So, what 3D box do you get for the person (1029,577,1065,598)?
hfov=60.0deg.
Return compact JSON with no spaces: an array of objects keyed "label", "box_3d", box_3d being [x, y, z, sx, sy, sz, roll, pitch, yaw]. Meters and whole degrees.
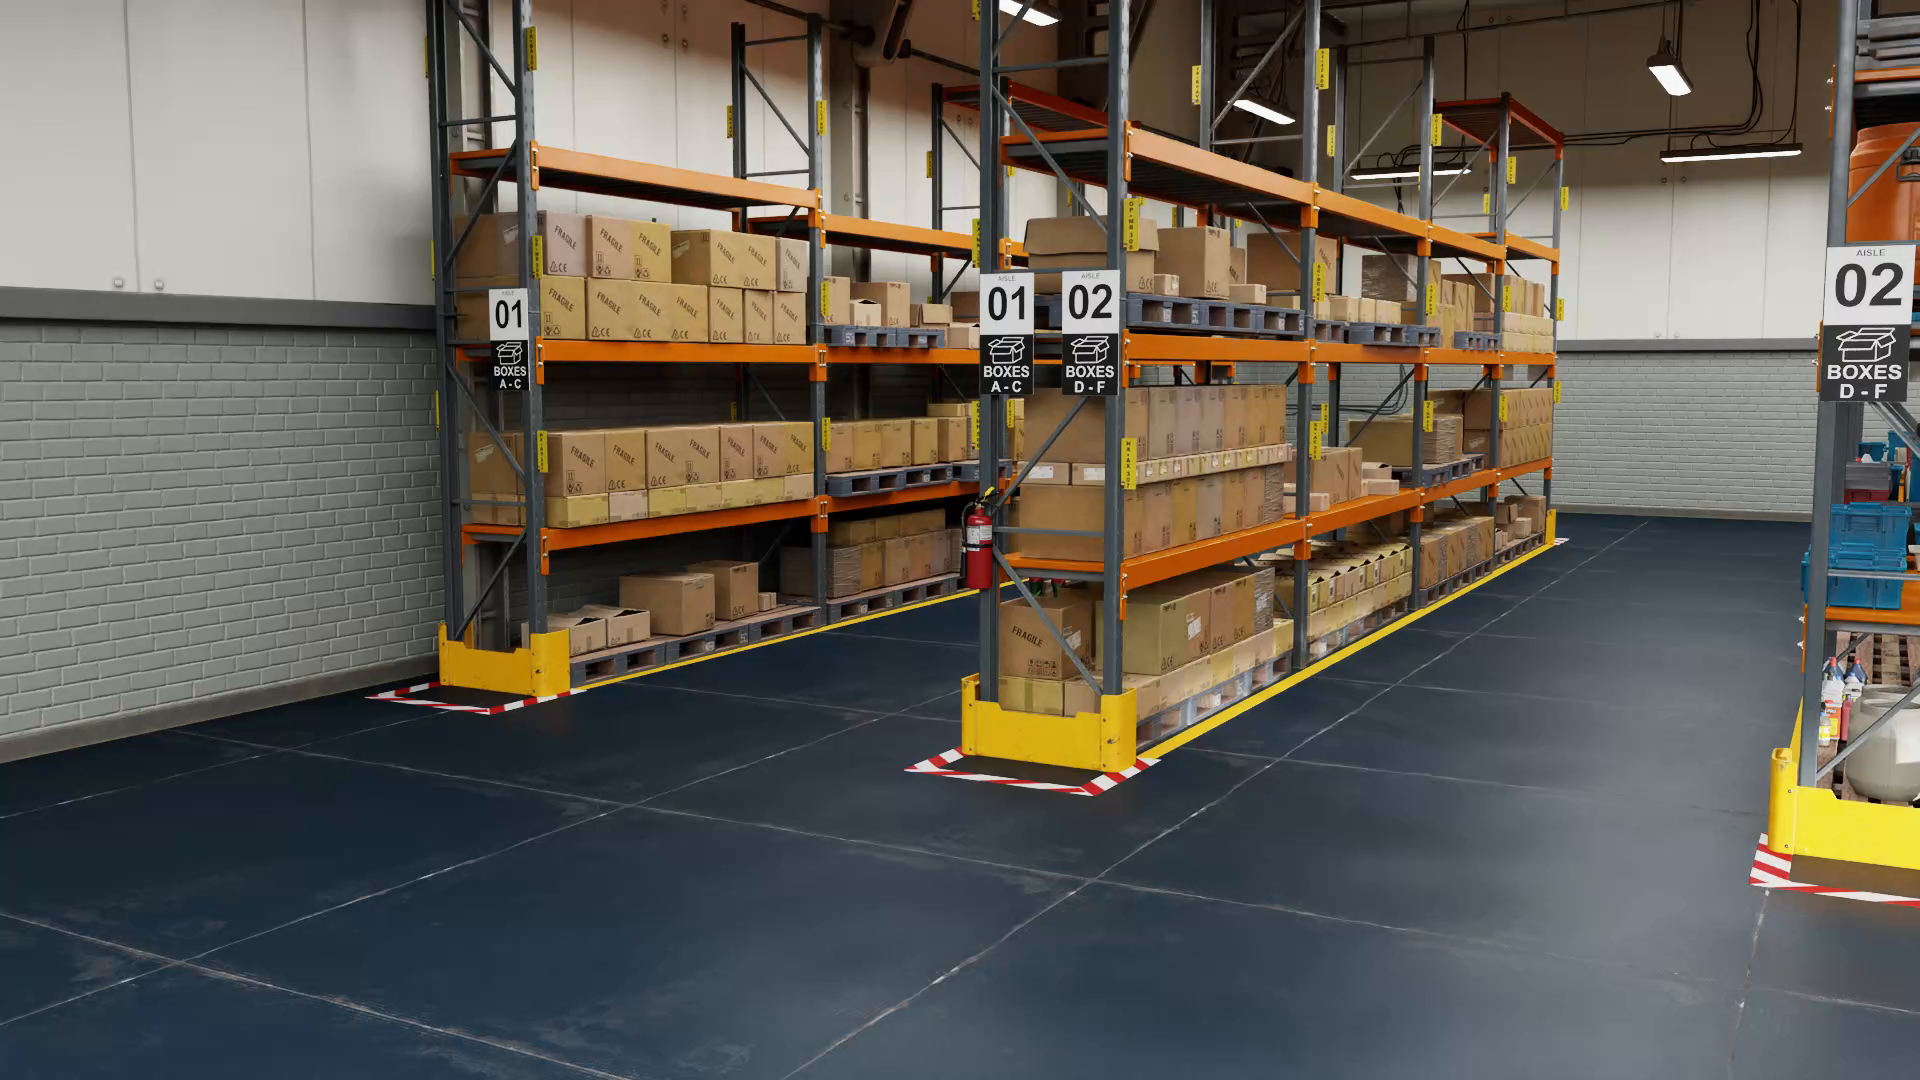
[{"label":"person","box_3d":[0.940,-0.161,18.064,0.620,1.780,0.445,3,6,25]}]
